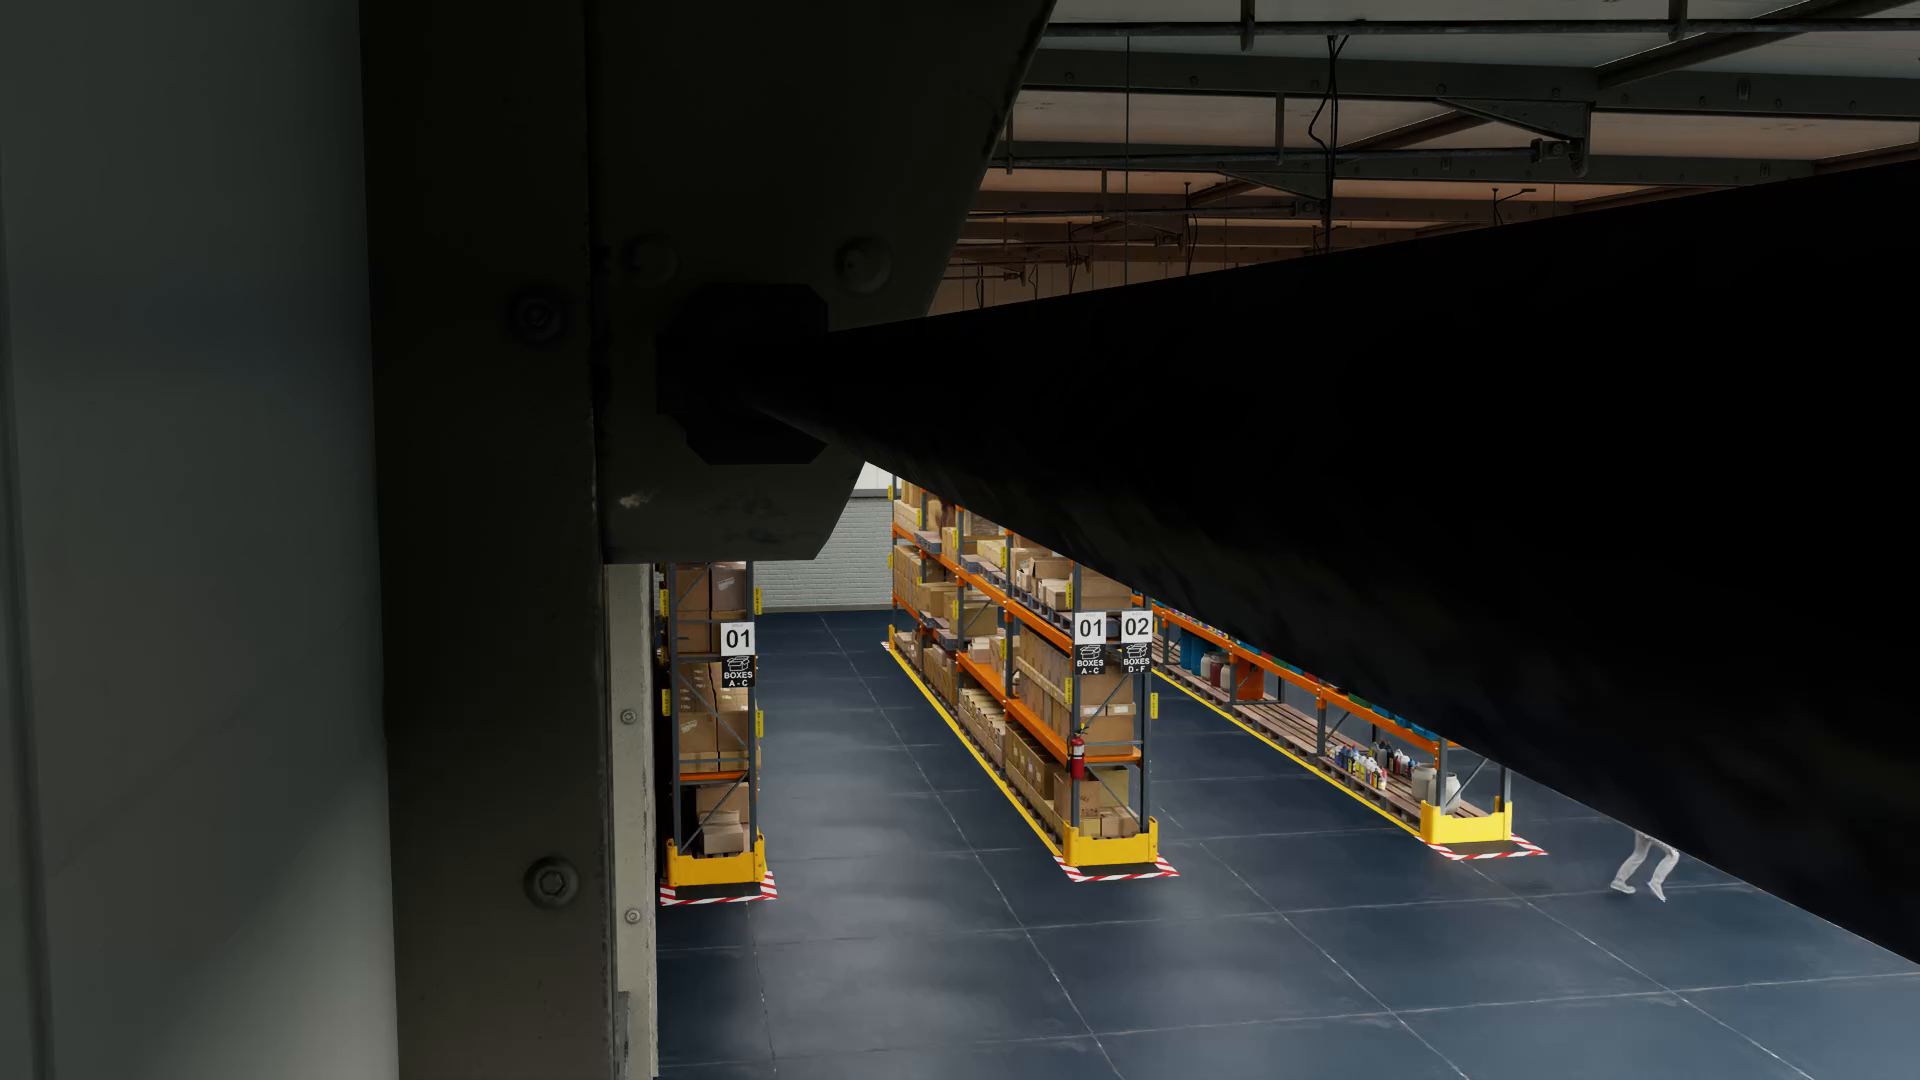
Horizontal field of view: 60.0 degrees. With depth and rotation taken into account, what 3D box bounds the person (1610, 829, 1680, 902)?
[{"bbox_3d":[8.104,3.404,19.544,0.806,1.698,0.551,1,6,7],"label":"person"}]
